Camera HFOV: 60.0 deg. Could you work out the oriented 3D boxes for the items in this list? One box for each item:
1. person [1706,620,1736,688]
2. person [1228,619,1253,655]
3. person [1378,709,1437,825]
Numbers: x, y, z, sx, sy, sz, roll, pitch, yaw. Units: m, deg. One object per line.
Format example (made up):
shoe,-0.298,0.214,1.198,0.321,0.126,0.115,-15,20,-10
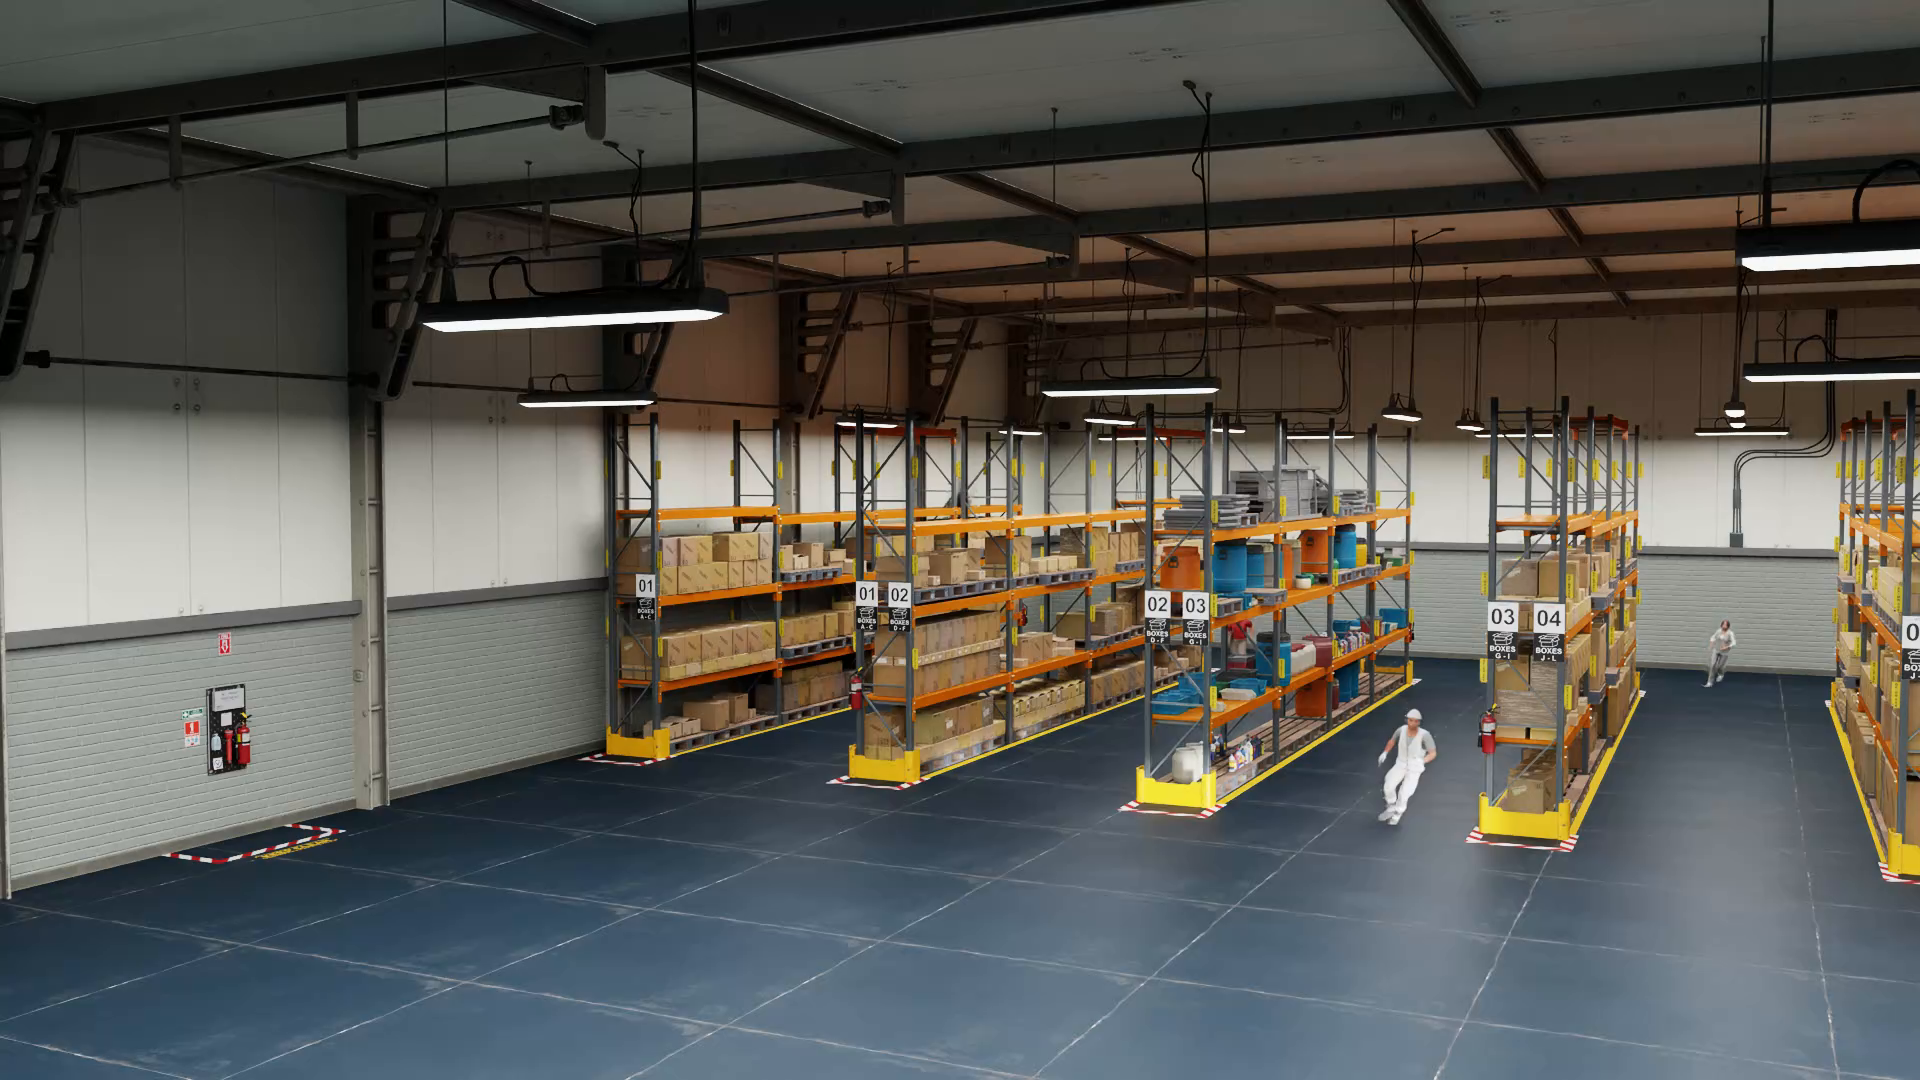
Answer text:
person,17.572,2.617,38.316,0.575,1.560,0.788,2,3,40
person,6.577,2.496,39.310,0.650,1.797,0.871,1,3,18
person,6.205,3.182,23.189,0.864,1.666,0.656,1,3,28
